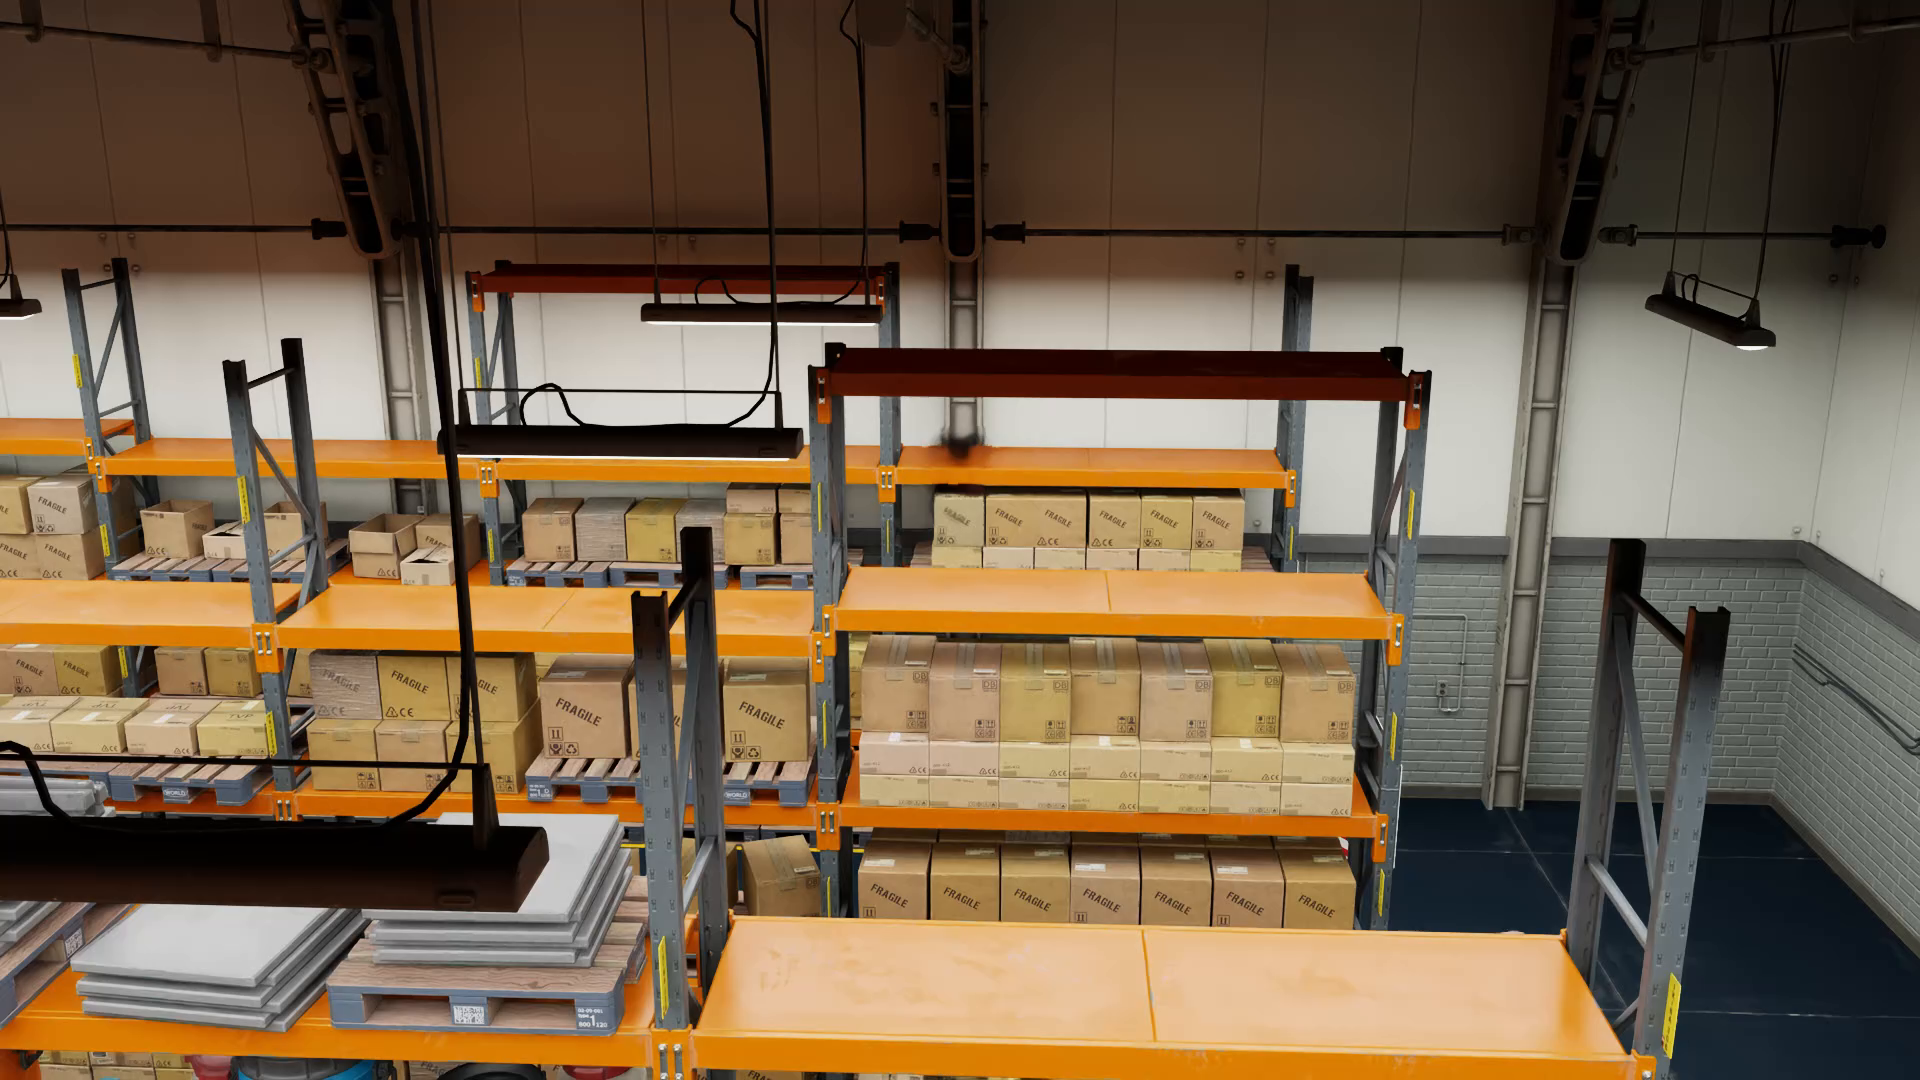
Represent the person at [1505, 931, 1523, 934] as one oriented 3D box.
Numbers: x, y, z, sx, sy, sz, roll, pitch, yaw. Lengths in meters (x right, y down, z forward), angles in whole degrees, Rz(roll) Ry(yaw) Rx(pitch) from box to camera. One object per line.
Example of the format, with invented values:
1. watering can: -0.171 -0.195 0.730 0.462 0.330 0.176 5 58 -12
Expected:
1. person: 4.115 3.741 12.610 0.402 1.728 0.550 -2 16 -7
